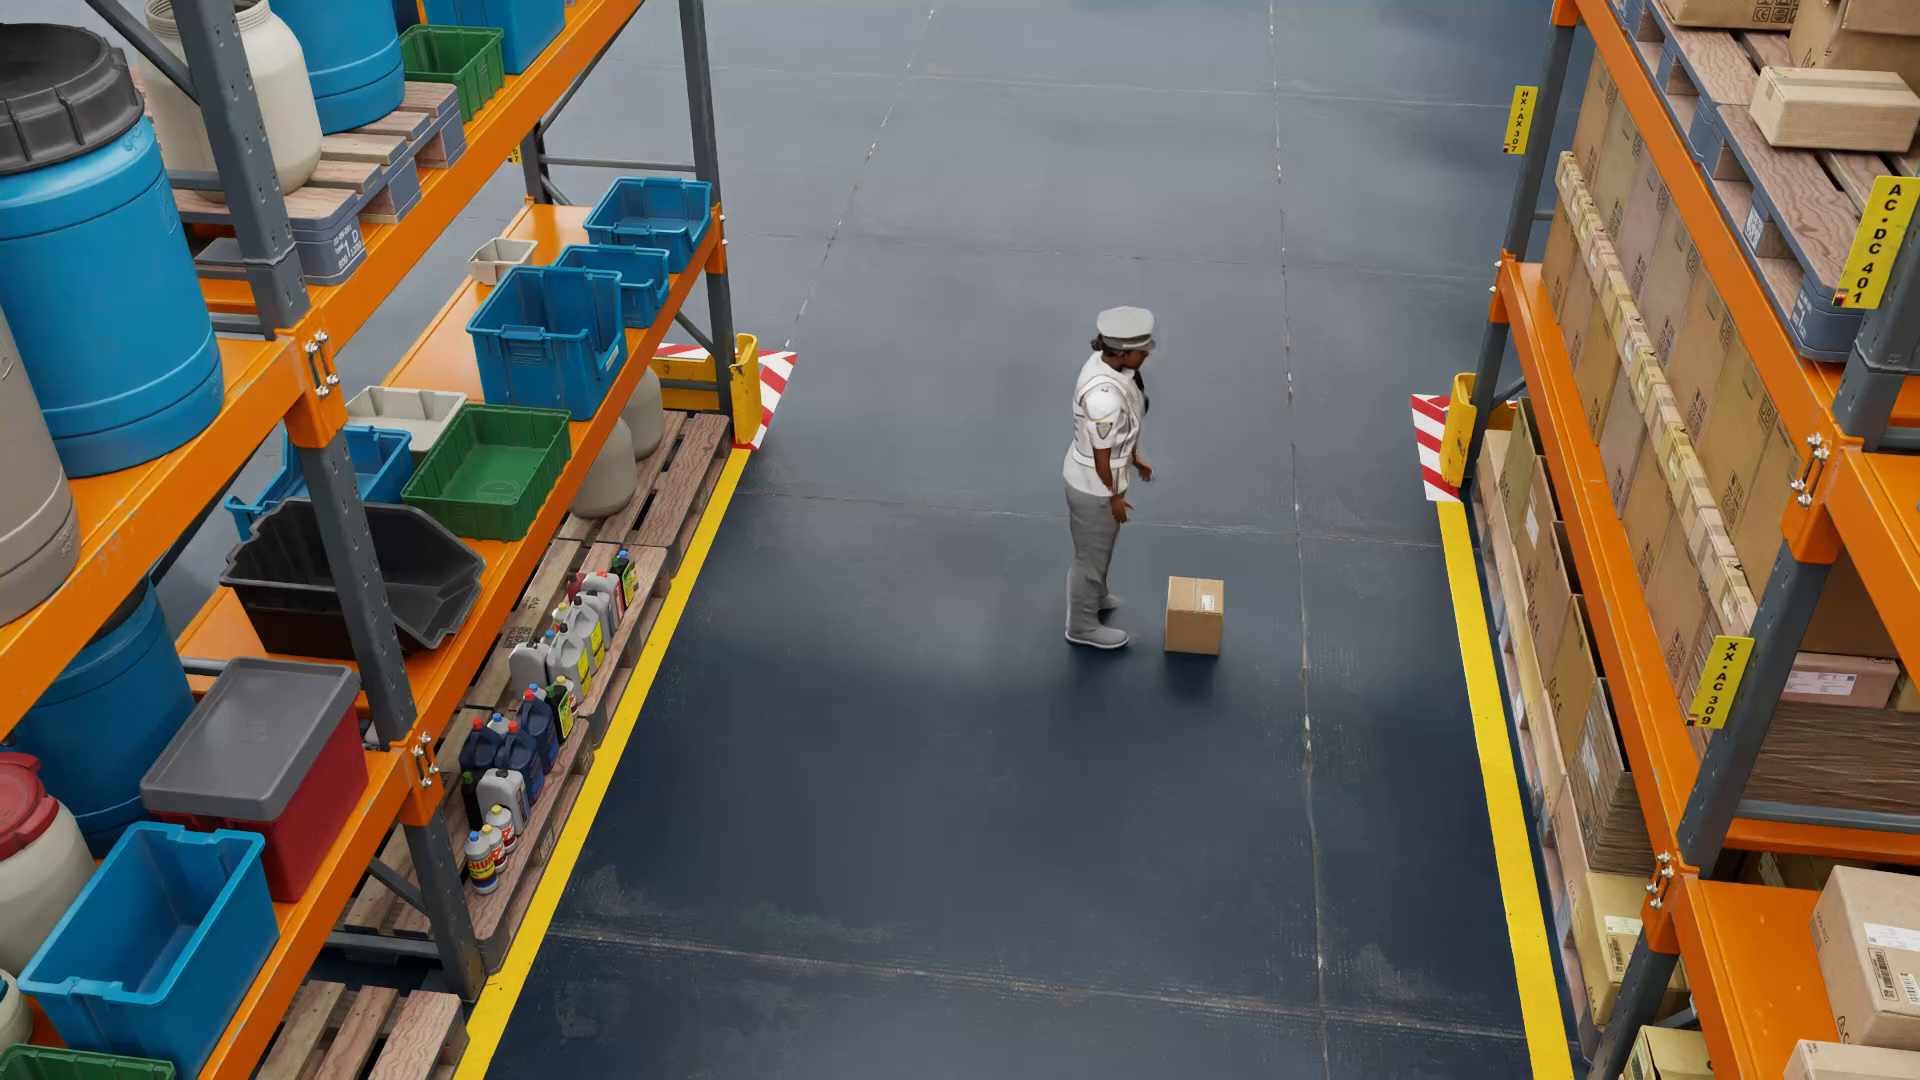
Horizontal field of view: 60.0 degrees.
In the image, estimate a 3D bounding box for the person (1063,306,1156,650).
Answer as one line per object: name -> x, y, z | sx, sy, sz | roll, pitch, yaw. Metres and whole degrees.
person -> 0.657, -0.256, 7.418 | 0.392, 1.713, 0.471 | 6, 37, 8
